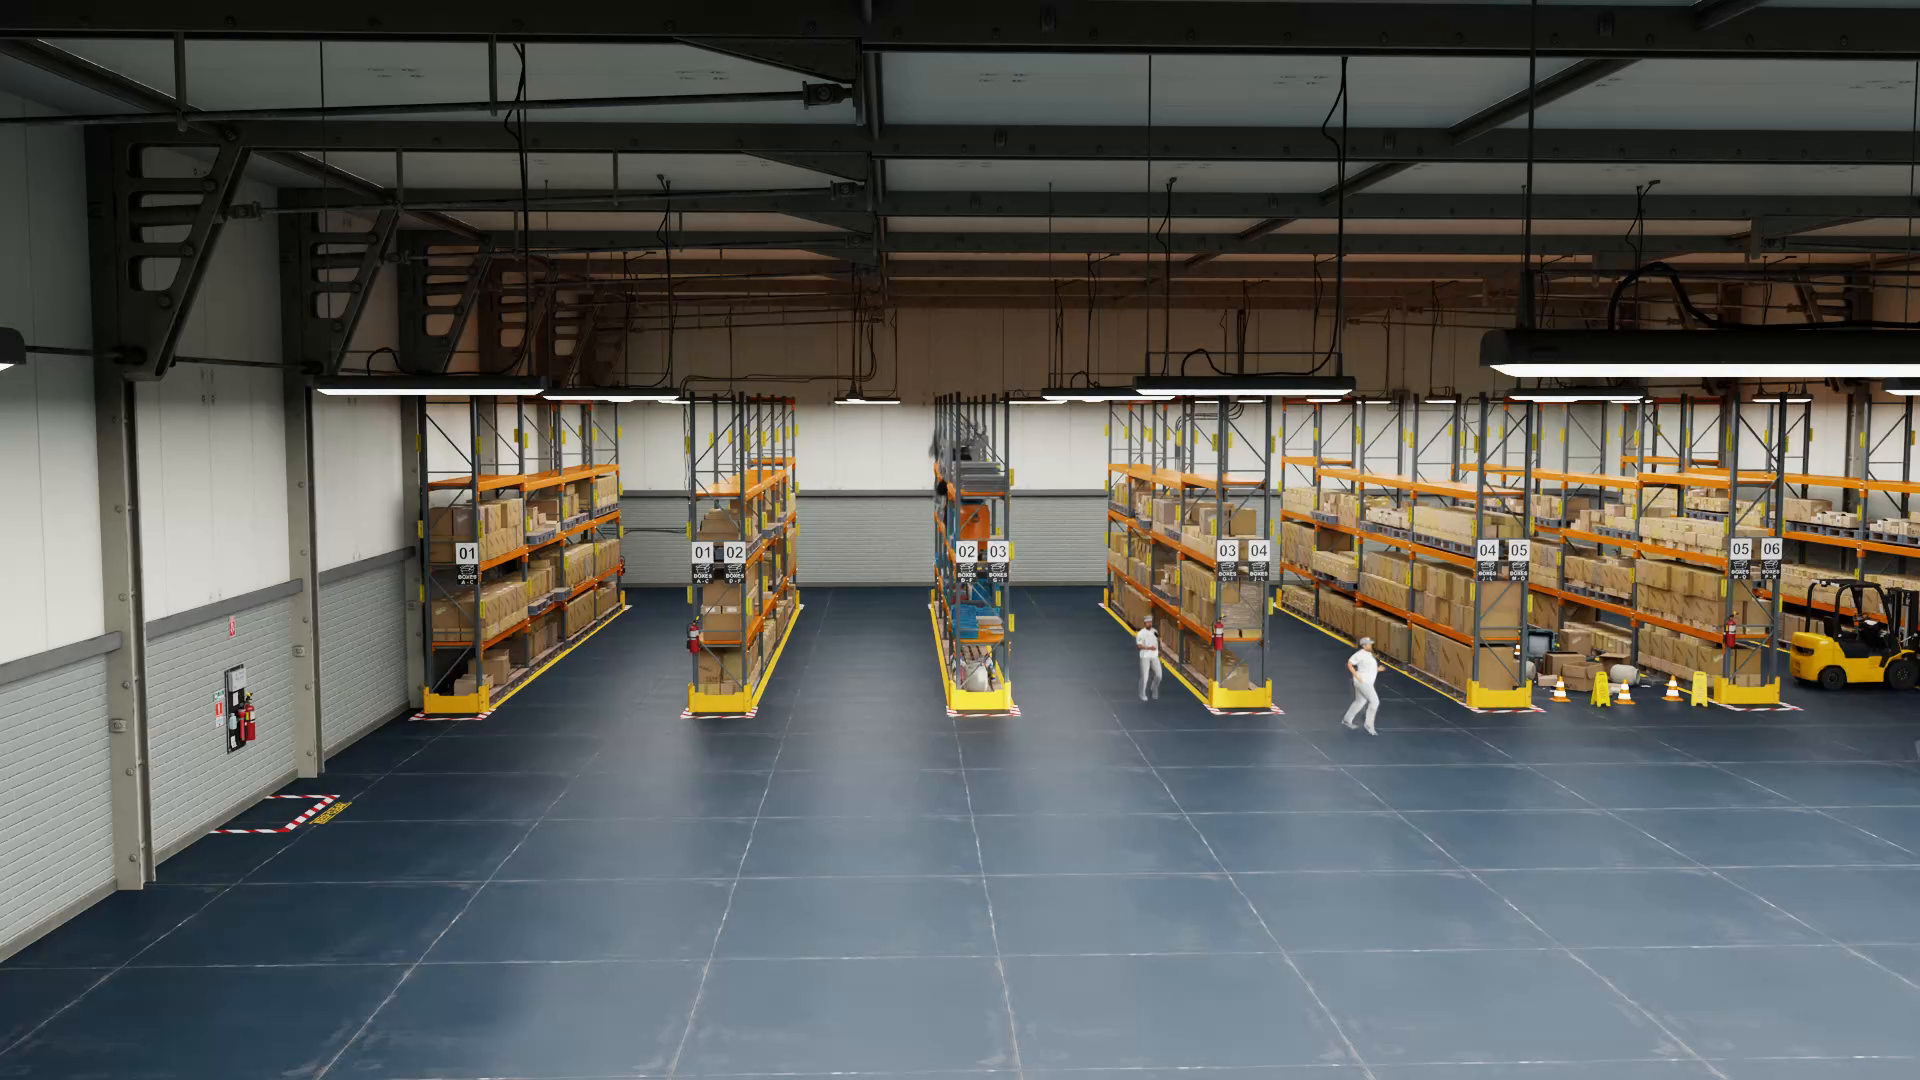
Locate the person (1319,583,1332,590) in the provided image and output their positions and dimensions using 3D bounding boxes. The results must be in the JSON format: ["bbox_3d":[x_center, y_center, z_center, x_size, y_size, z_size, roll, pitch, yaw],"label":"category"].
[{"bbox_3d":[10.743,0.946,49.115,0.762,1.648,0.637,0,5,2],"label":"person"}]

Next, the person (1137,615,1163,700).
[{"bbox_3d":[3.709,2.296,32.334,0.566,1.681,0.665,-1,5,-17],"label":"person"}]

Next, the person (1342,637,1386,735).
[{"bbox_3d":[7.096,2.564,29.257,0.752,1.728,0.584,2,5,23],"label":"person"}]

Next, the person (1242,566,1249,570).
[{"bbox_3d":[7.873,1.114,46.856,0.592,1.706,0.541,0,5,-2],"label":"person"}]
